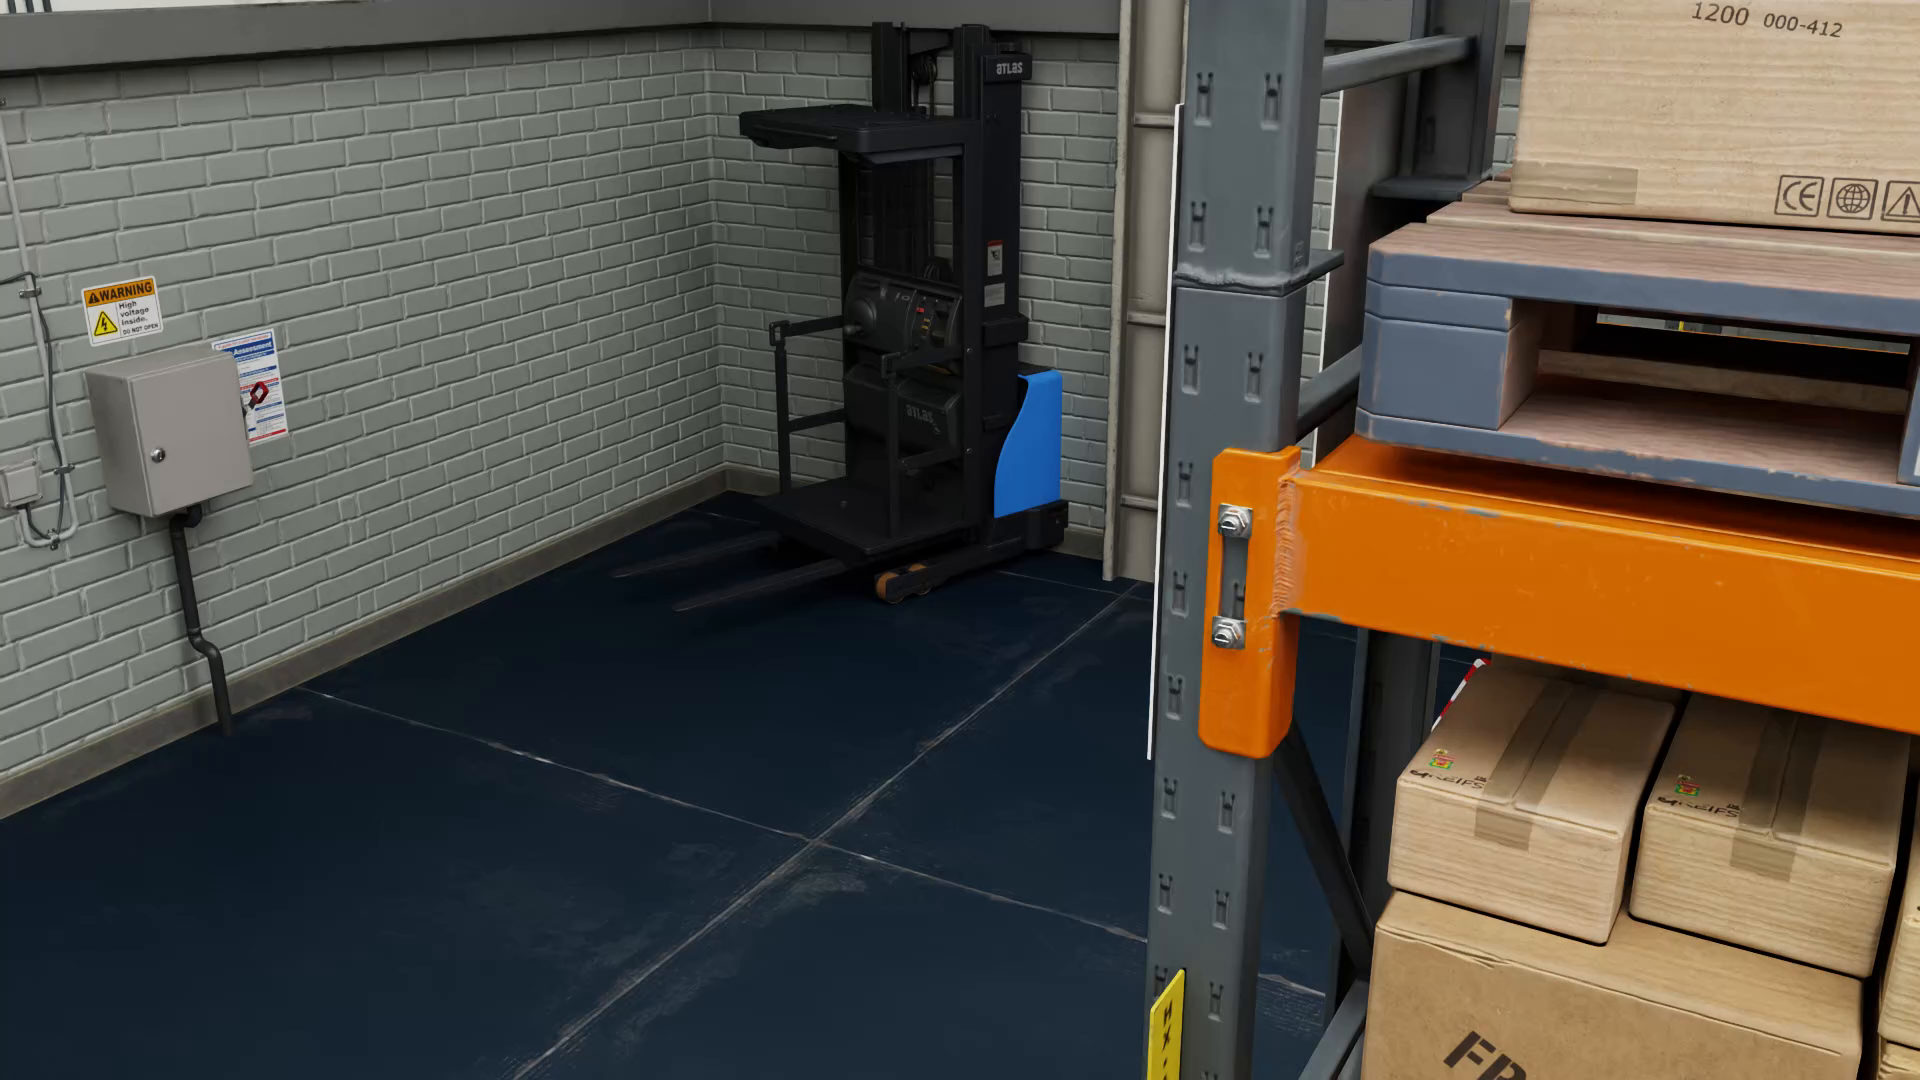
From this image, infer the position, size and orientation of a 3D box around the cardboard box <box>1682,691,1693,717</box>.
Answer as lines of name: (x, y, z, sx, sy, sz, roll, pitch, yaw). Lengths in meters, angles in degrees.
cardboard box: (1.179, 0.204, 2.340, 0.250, 0.149, 0.380, 11, 23, 28)

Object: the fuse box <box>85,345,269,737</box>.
fuse box: (-3.248, 0.065, 7.178, 0.414, 1.711, 0.539, 11, 23, 27)

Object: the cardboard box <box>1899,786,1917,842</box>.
cardboard box: (1.542, 0.561, 2.306, 0.500, 0.500, 0.500, 11, 23, 27)

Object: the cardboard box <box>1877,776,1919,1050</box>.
cardboard box: (1.144, 0.410, 1.772, 0.250, 0.149, 0.380, 12, 23, 29)

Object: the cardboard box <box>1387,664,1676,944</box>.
cardboard box: (0.709, 0.310, 2.047, 0.250, 0.149, 0.380, 11, 23, 28)

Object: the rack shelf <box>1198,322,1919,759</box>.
rack shelf: (2.280, 0.251, 1.429, 4.000, 0.370, 1.077, 11, 23, 27)

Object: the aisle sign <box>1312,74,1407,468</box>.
aisle sign: (0.623, -0.336, 2.579, 0.004, 0.787, 0.394, 11, 23, 27)

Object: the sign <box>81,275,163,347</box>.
sign: (-3.456, -0.947, 6.867, 0.001, 0.242, 0.339, 11, 23, 27)

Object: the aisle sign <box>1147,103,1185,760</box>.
aisle sign: (0.330, -0.157, 2.087, 0.004, 0.787, 0.394, 11, 23, 27)

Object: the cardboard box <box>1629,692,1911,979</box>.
cardboard box: (0.973, 0.333, 1.985, 0.250, 0.149, 0.380, 11, 23, 29)

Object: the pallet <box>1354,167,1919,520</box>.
pallet: (1.187, -0.257, 1.907, 1.213, 0.211, 1.003, 11, 23, 27)

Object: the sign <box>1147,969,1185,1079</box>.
sign: (0.258, 0.711, 2.121, 0.005, 0.325, 0.100, 11, 23, 27)

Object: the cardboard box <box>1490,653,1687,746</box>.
cardboard box: (0.945, 0.169, 2.437, 0.250, 0.149, 0.380, 11, 23, 28)

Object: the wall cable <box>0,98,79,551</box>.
wall cable: (-3.718, -0.842, 6.297, 0.122, 1.984, 0.588, 11, 23, 27)

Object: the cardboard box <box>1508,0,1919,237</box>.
cardboard box: (0.971, -0.545, 2.028, 0.500, 0.250, 0.500, 9, 22, 22)

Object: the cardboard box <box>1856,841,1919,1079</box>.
cardboard box: (1.269, 0.722, 1.863, 0.500, 0.500, 0.500, 10, 22, 26)

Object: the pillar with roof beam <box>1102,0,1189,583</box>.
pillar with roof beam: (-1.062, -2.743, 4.230, 0.400, 9.000, 9.100, 11, 23, 27)

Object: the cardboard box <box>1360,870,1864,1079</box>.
cardboard box: (0.814, 0.638, 2.094, 0.500, 0.500, 0.500, 10, 22, 26)

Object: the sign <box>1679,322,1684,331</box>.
sign: (2.687, -0.733, 6.217, 0.005, 0.325, 0.100, 11, 23, 27)

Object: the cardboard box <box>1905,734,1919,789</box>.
cardboard box: (1.445, 0.222, 2.291, 0.250, 0.149, 0.380, 11, 22, 27)

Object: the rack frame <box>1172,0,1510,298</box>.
rack frame: (0.534, -1.829, 1.712, 0.127, 3.000, 1.000, 11, 23, 27)

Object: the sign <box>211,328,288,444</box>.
sign: (-3.188, -0.678, 7.475, 0.001, 0.494, 0.329, 11, 23, 27)

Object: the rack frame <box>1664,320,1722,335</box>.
rack frame: (2.952, -0.488, 6.810, 0.127, 3.000, 1.000, 11, 23, 27)

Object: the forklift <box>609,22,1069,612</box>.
forklift: (-0.478, -1.238, 8.979, 3.031, 2.935, 1.130, -16, 26, -38)

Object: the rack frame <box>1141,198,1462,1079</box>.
rack frame: (0.534, 0.991, 2.735, 0.127, 3.000, 1.000, 11, 23, 27)

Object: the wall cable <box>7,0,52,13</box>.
wall cable: (-2.808, -3.756, 6.967, 0.133, 3.039, 2.988, 11, 23, 27)
